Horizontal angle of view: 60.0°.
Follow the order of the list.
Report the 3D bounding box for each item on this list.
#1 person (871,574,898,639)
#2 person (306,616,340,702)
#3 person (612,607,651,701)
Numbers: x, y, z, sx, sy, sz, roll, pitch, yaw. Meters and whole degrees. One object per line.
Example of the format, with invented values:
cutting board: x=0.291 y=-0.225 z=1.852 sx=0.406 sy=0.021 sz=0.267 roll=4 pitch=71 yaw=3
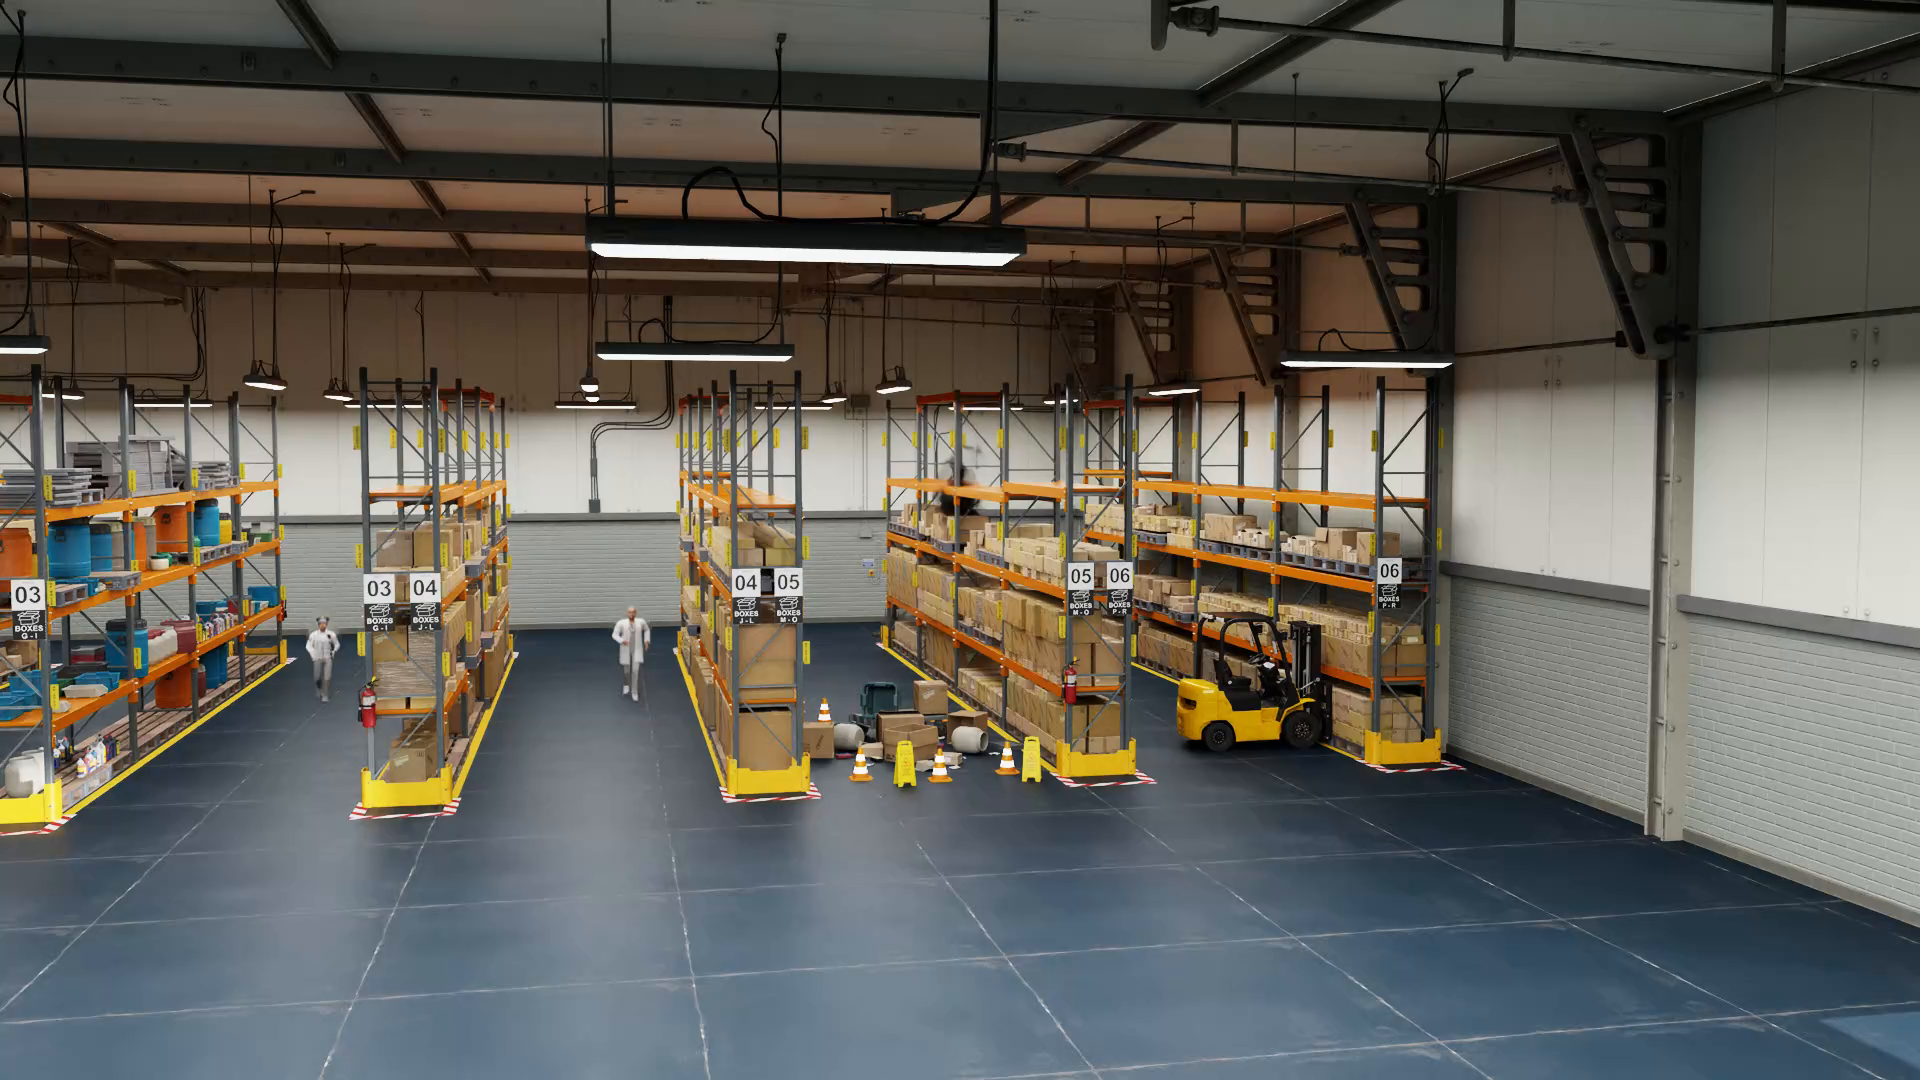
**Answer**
person: x=-1.770 y=1.649 z=41.741 sx=0.945 sy=1.714 sz=0.768 roll=0 pitch=3 yaw=-5
person: x=-12.216 y=2.277 z=31.918 sx=0.614 sy=1.648 sz=0.572 roll=-1 pitch=4 yaw=-19
person: x=-6.391 y=2.186 z=32.375 sx=0.734 sy=1.799 sz=0.934 roll=-1 pitch=4 yaw=-15
